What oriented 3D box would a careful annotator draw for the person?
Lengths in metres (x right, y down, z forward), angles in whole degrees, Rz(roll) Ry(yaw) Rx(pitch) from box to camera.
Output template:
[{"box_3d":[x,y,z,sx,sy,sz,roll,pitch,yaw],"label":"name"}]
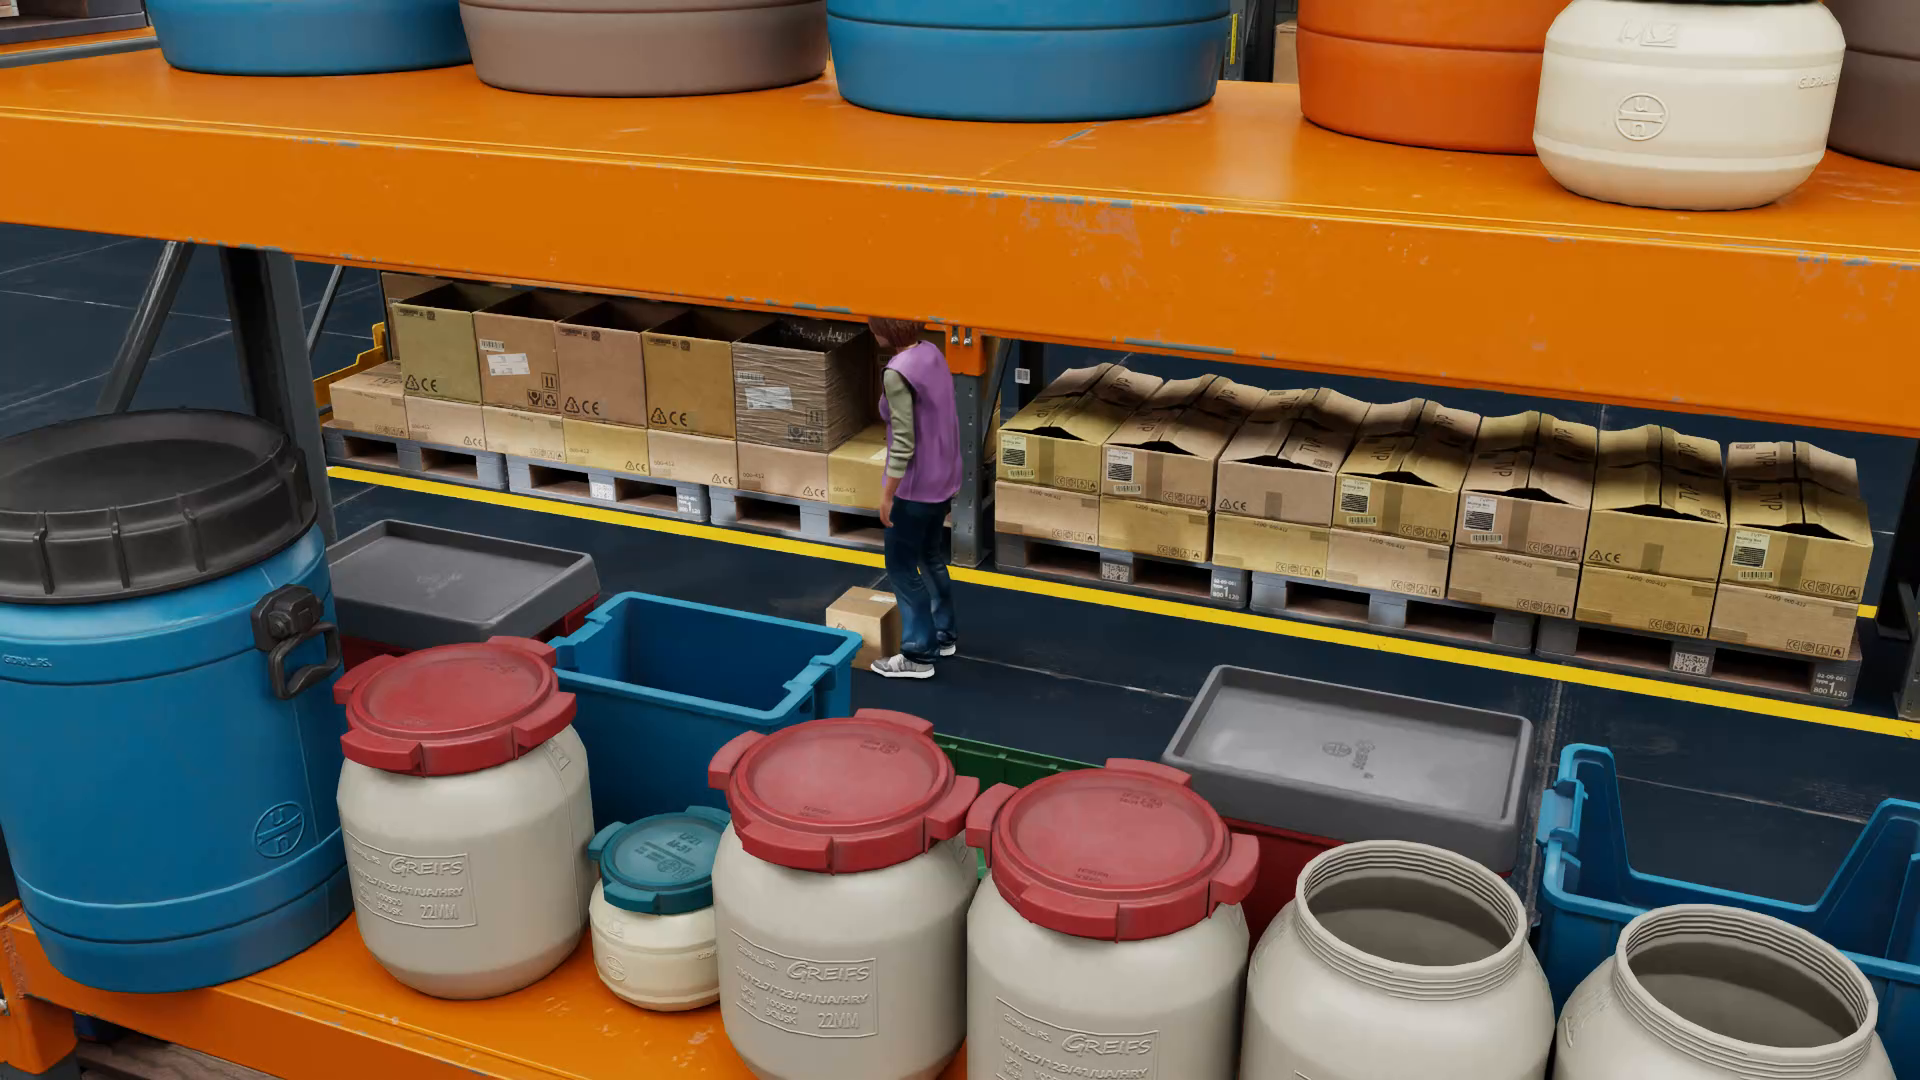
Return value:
[{"box_3d":[-0.176,-0.211,6.613,0.350,1.592,0.473,10,25,22],"label":"person"}]
